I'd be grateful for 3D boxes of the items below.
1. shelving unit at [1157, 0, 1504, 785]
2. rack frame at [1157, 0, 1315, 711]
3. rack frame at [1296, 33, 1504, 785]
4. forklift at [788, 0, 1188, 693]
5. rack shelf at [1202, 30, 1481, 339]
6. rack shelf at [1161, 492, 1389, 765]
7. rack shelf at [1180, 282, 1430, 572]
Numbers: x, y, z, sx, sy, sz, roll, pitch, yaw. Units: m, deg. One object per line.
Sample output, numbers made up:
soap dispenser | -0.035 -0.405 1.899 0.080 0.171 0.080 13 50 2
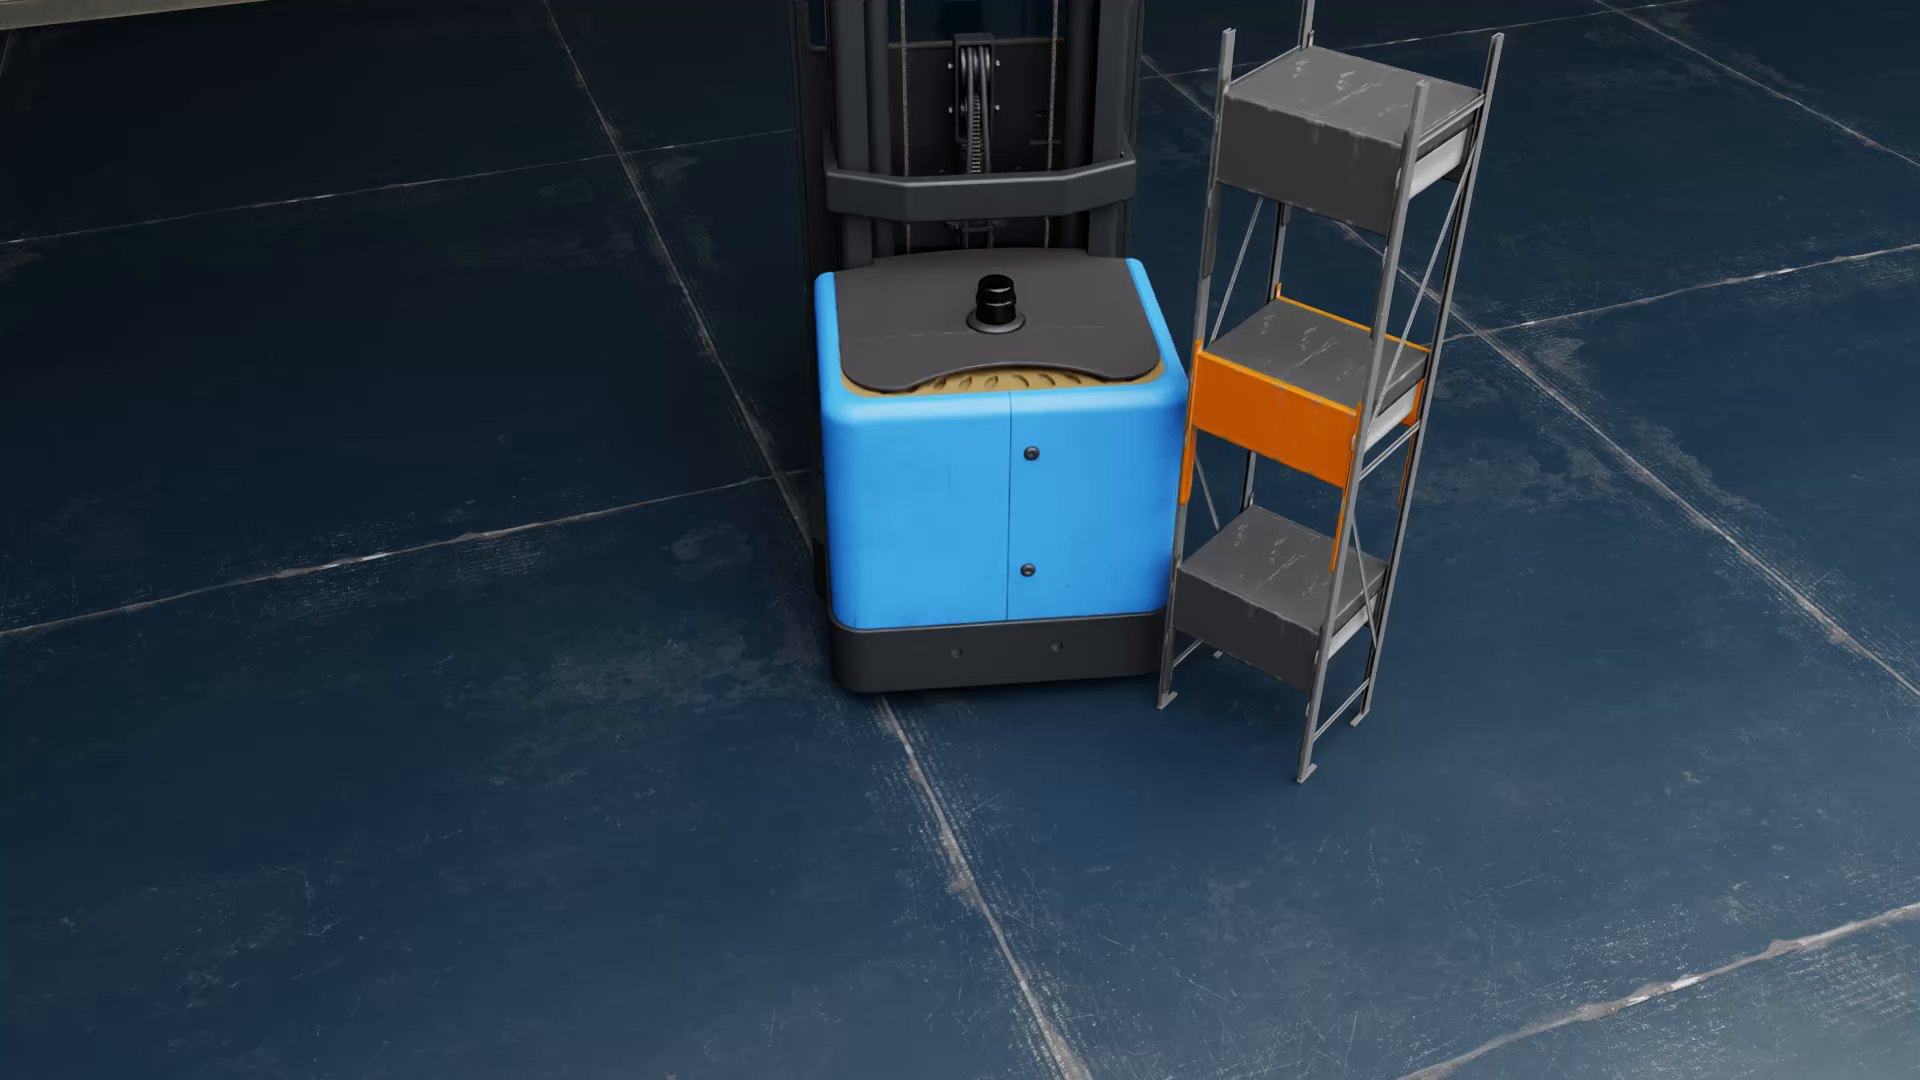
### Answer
shelving unit | 0.921 -0.319 4.429 0.503 2.100 0.431 27 44 31
rack frame | 0.733 -0.413 4.554 0.015 2.100 0.400 27 44 31
rack frame | 1.108 -0.225 4.304 0.015 2.100 0.400 27 44 31
forklift | -0.005 -1.583 5.415 1.130 2.935 3.031 -3 37 -4
rack shelf | 0.921 -0.868 4.016 0.480 0.518 0.431 27 44 31
rack shelf | 0.921 0.251 4.858 0.480 0.518 0.431 27 44 31
rack shelf | 0.921 -0.308 4.437 0.480 0.518 0.431 27 44 31
